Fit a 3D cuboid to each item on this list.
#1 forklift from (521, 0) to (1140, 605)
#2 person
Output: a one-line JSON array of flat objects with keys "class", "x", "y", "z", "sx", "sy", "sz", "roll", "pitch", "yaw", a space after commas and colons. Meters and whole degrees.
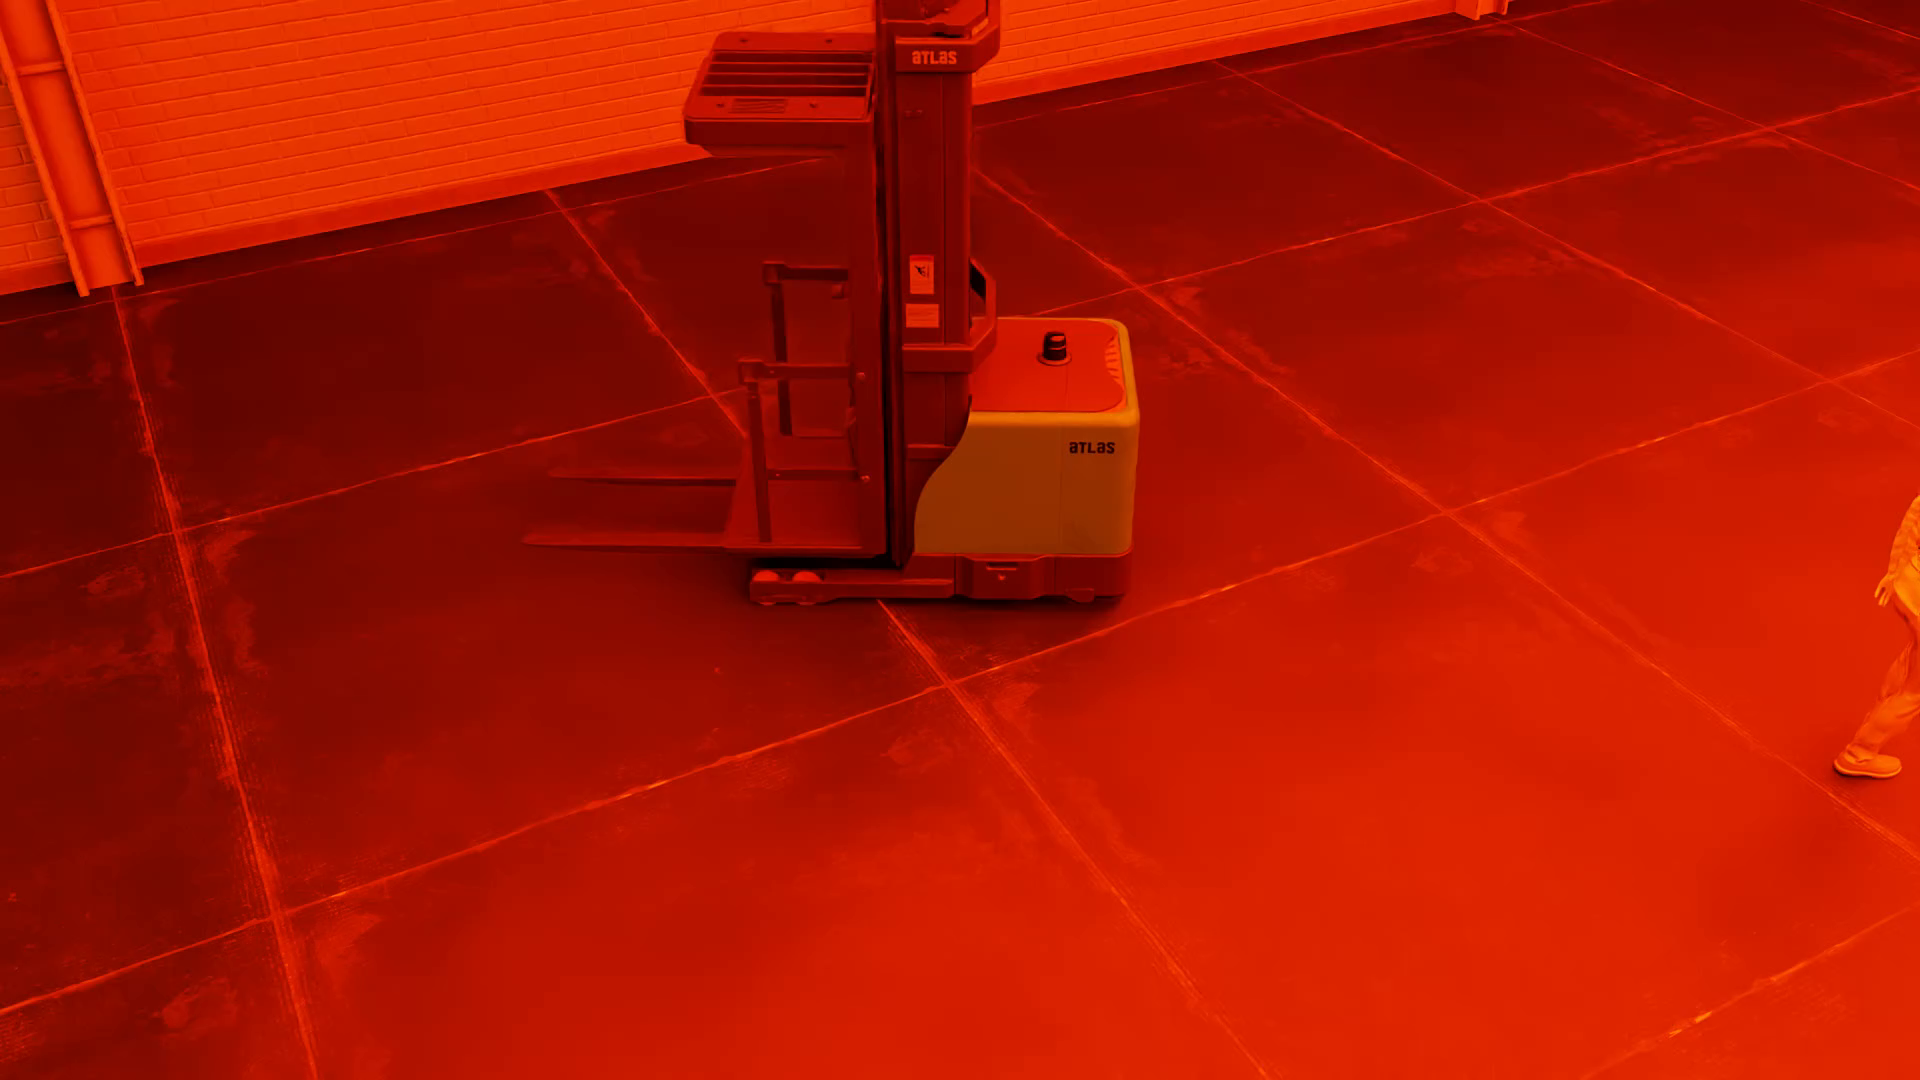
[{"class": "forklift", "x": -0.664, "y": -1.179, "z": 7.791, "sx": 3.031, "sy": 2.935, "sz": 1.130, "roll": 1, "pitch": 35, "yaw": 1}, {"class": "person", "x": 4.062, "y": 0.308, "z": 6.851, "sx": 0.519, "sy": 1.721, "sz": 0.582, "roll": -2, "pitch": 35, "yaw": -2}]
